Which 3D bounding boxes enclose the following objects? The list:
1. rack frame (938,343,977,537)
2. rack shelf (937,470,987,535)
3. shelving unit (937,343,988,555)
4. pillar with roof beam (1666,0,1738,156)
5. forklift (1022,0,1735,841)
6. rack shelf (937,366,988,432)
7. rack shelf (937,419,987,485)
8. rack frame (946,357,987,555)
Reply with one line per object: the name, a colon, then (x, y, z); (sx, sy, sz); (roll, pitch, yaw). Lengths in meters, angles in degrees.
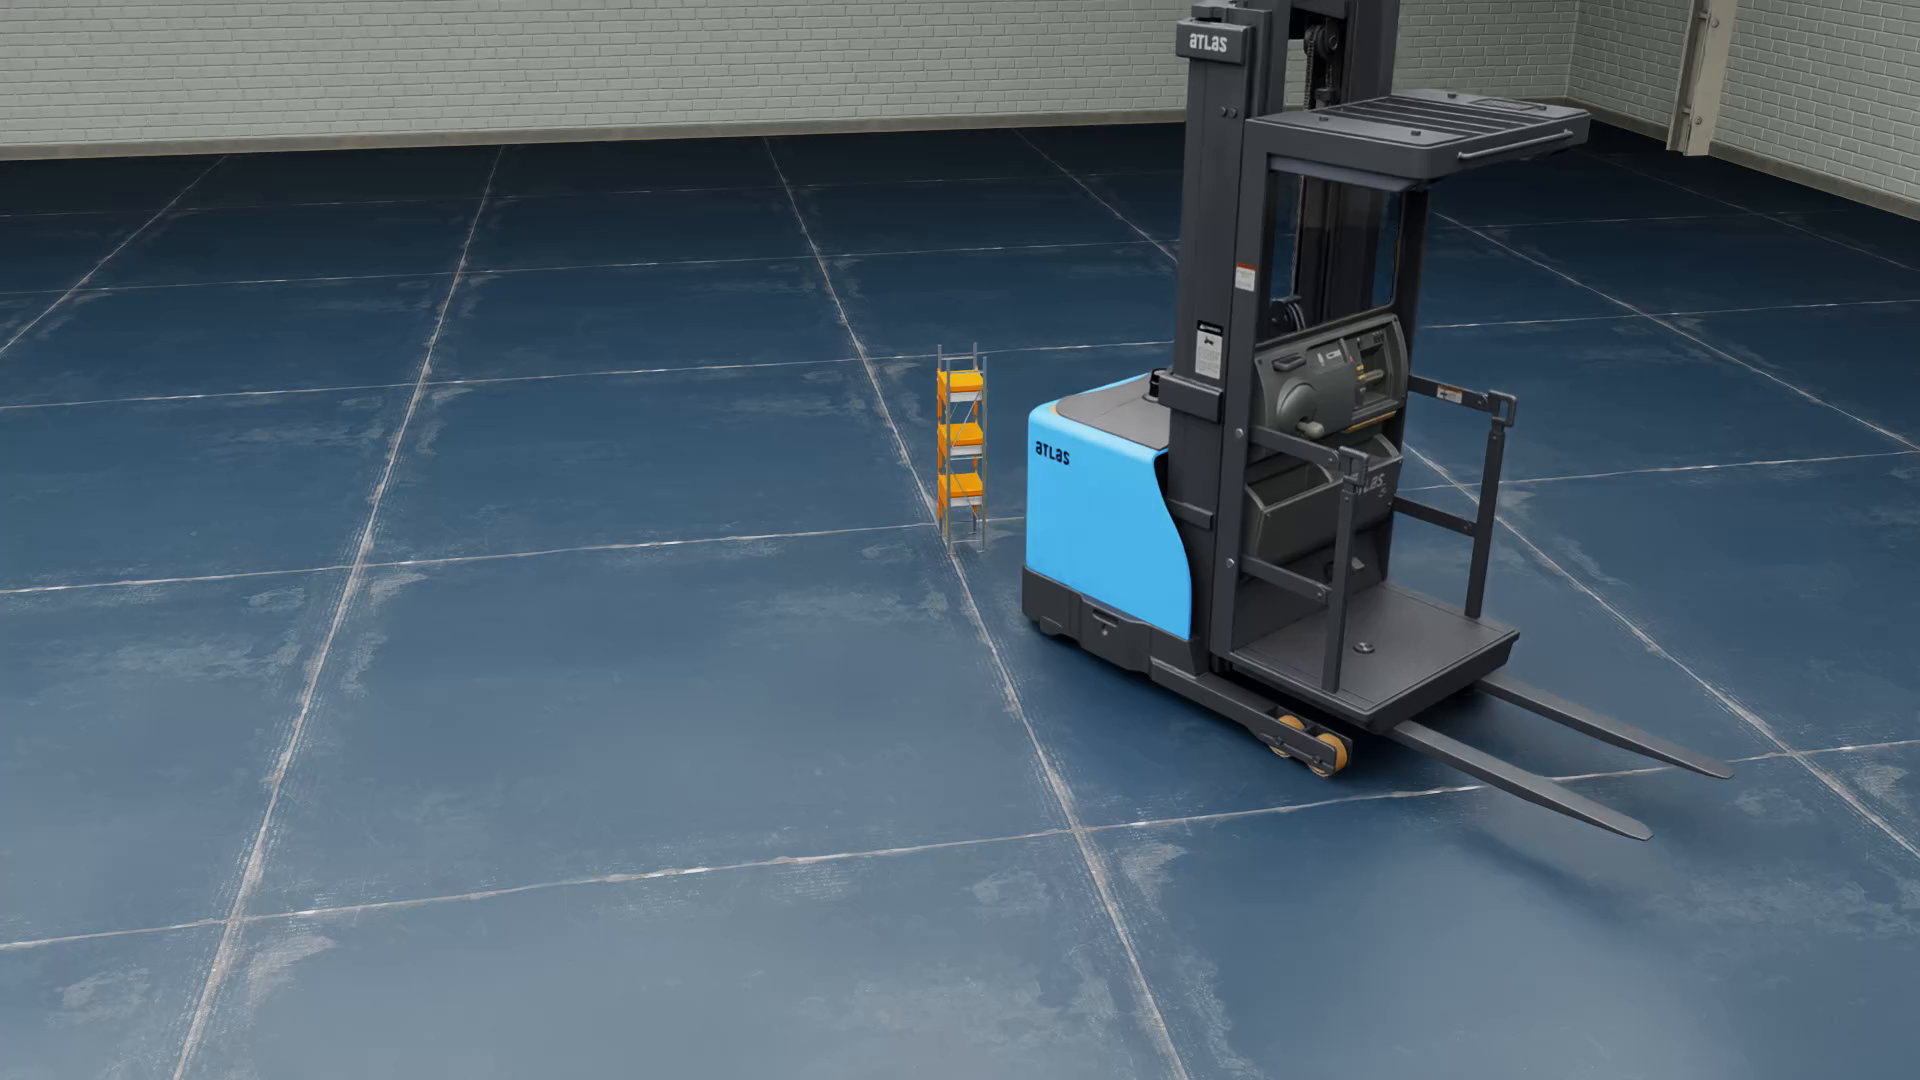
rack frame: (-0.013, -0.508, 8.602); (0.200, 1.050, 0.008); (-4, 24, -10)
rack shelf: (0.010, -0.196, 8.607); (0.215, 0.259, 0.240); (-4, 24, -10)
shelving unit: (0.010, -0.460, 8.492); (0.215, 1.050, 0.252); (-4, 24, -10)
pillar with roof beam: (3.991, -8.187, 16.253); (9.100, 9.000, 0.400); (-4, 24, -10)
forklift: (1.641, -0.635, 6.541); (1.130, 2.935, 3.031); (-19, 30, -37)
rack shelf: (0.010, -0.710, 8.382); (0.215, 0.259, 0.240); (-4, 24, -10)
rack shelf: (0.010, -0.450, 8.496); (0.215, 0.259, 0.240); (-4, 24, -10)
rack frame: (0.032, -0.412, 8.382); (0.200, 1.050, 0.008); (-4, 24, -10)
